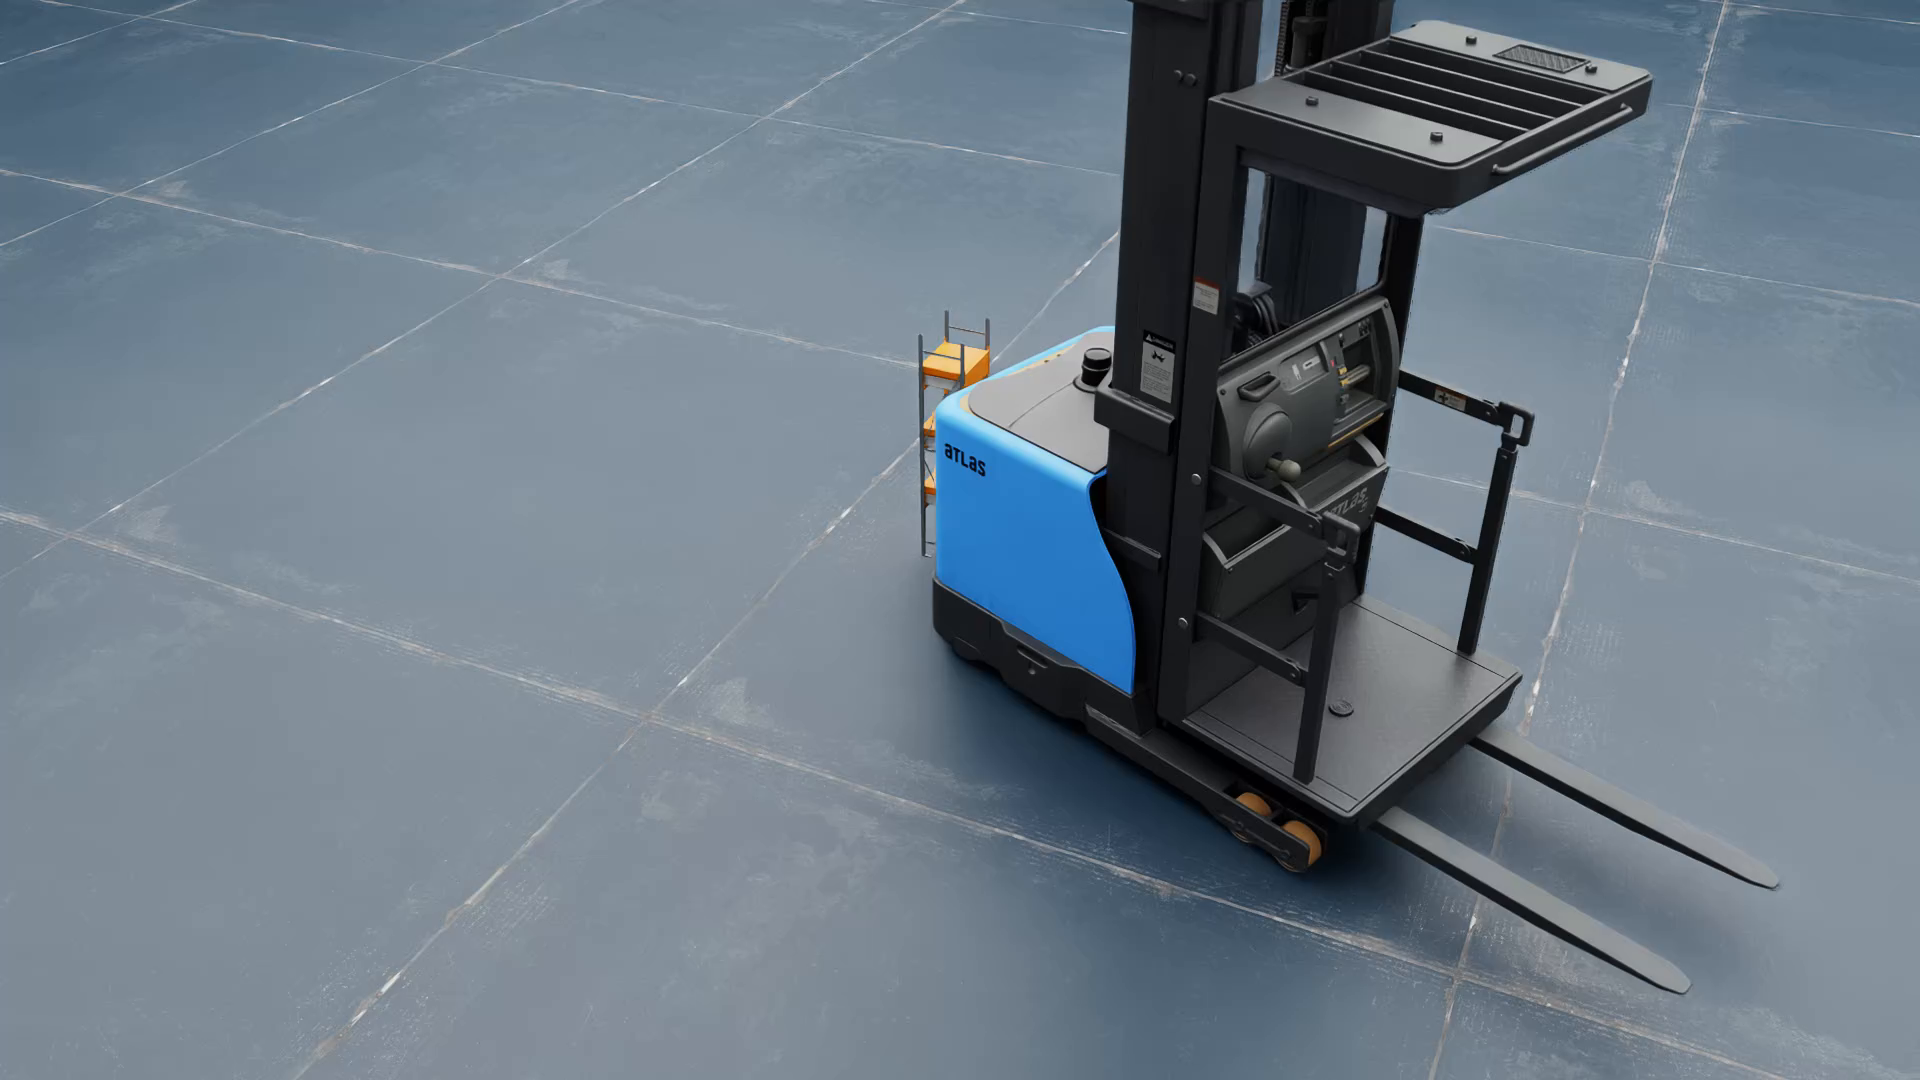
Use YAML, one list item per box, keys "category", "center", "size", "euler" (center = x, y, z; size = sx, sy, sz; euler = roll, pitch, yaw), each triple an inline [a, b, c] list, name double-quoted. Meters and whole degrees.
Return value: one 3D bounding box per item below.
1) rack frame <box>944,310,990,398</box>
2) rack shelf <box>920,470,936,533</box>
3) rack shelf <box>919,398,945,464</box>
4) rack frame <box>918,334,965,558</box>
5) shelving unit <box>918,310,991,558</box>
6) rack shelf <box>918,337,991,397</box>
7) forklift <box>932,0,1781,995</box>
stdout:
- category: "rack frame"
  center: [0.029, -0.473, 7.014]
  size: [0.200, 1.050, 0.008]
  euler: [14, 36, 20]
- category: "rack shelf"
  center: [-0.022, -0.171, 7.080]
  size: [0.215, 0.259, 0.240]
  euler: [14, 36, 20]
- category: "rack shelf"
  center: [-0.022, -0.404, 6.927]
  size: [0.215, 0.259, 0.240]
  euler: [14, 36, 20]
- category: "rack frame"
  center: [-0.073, -0.352, 6.829]
  size: [0.200, 1.050, 0.008]
  euler: [14, 36, 20]
- category: "shelving unit"
  center: [-0.022, -0.412, 6.921]
  size: [0.215, 1.050, 0.252]
  euler: [14, 36, 20]
- category: "rack shelf"
  center: [-0.022, -0.641, 6.772]
  size: [0.215, 0.259, 0.240]
  euler: [14, 36, 20]
- category: "forklift"
  center: [1.282, -0.440, 5.248]
  size: [1.130, 2.935, 3.031]
  euler: [-28, 43, -36]
